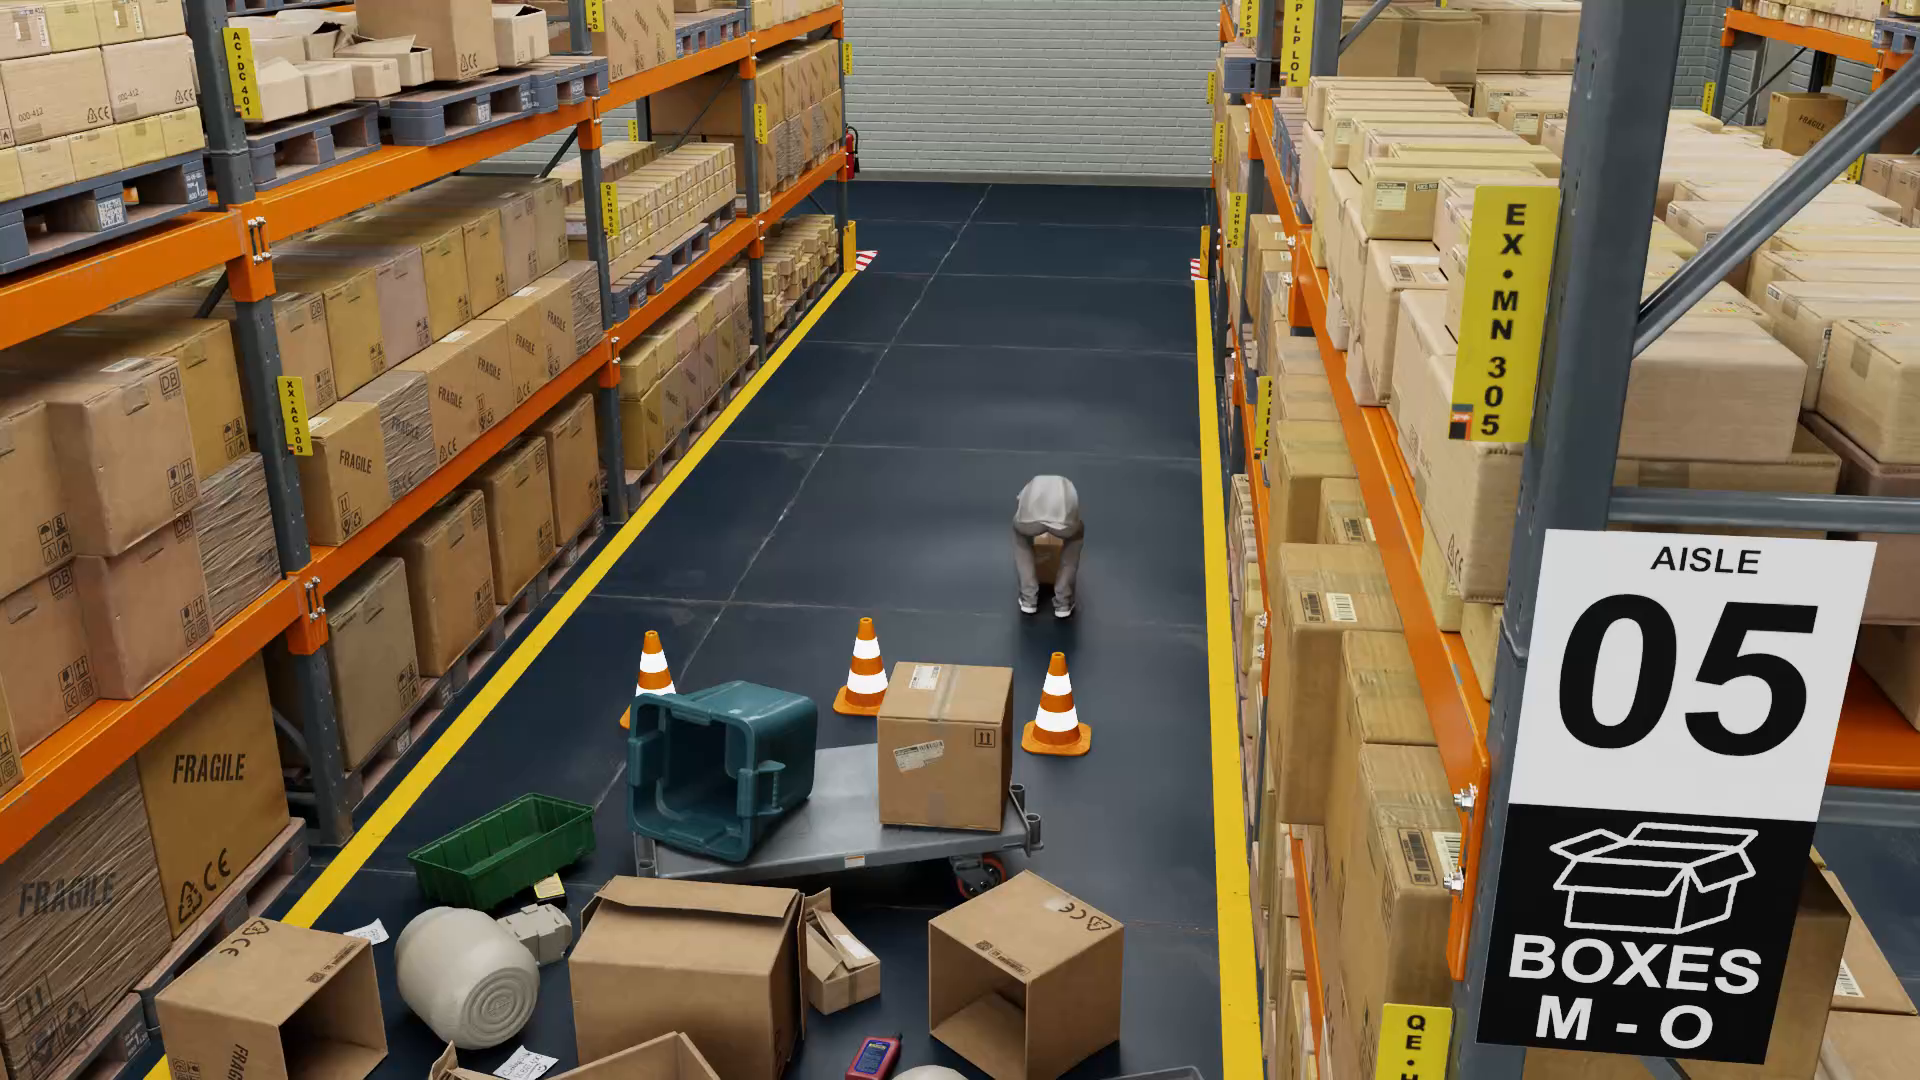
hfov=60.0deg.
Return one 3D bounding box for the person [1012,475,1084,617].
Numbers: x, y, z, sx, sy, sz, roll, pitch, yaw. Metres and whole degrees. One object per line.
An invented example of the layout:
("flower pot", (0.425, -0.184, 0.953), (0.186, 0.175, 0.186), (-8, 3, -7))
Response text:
("person", (0.513, -0.027, 9.709), (0.423, 0.832, 0.856), (2, 22, 4))
